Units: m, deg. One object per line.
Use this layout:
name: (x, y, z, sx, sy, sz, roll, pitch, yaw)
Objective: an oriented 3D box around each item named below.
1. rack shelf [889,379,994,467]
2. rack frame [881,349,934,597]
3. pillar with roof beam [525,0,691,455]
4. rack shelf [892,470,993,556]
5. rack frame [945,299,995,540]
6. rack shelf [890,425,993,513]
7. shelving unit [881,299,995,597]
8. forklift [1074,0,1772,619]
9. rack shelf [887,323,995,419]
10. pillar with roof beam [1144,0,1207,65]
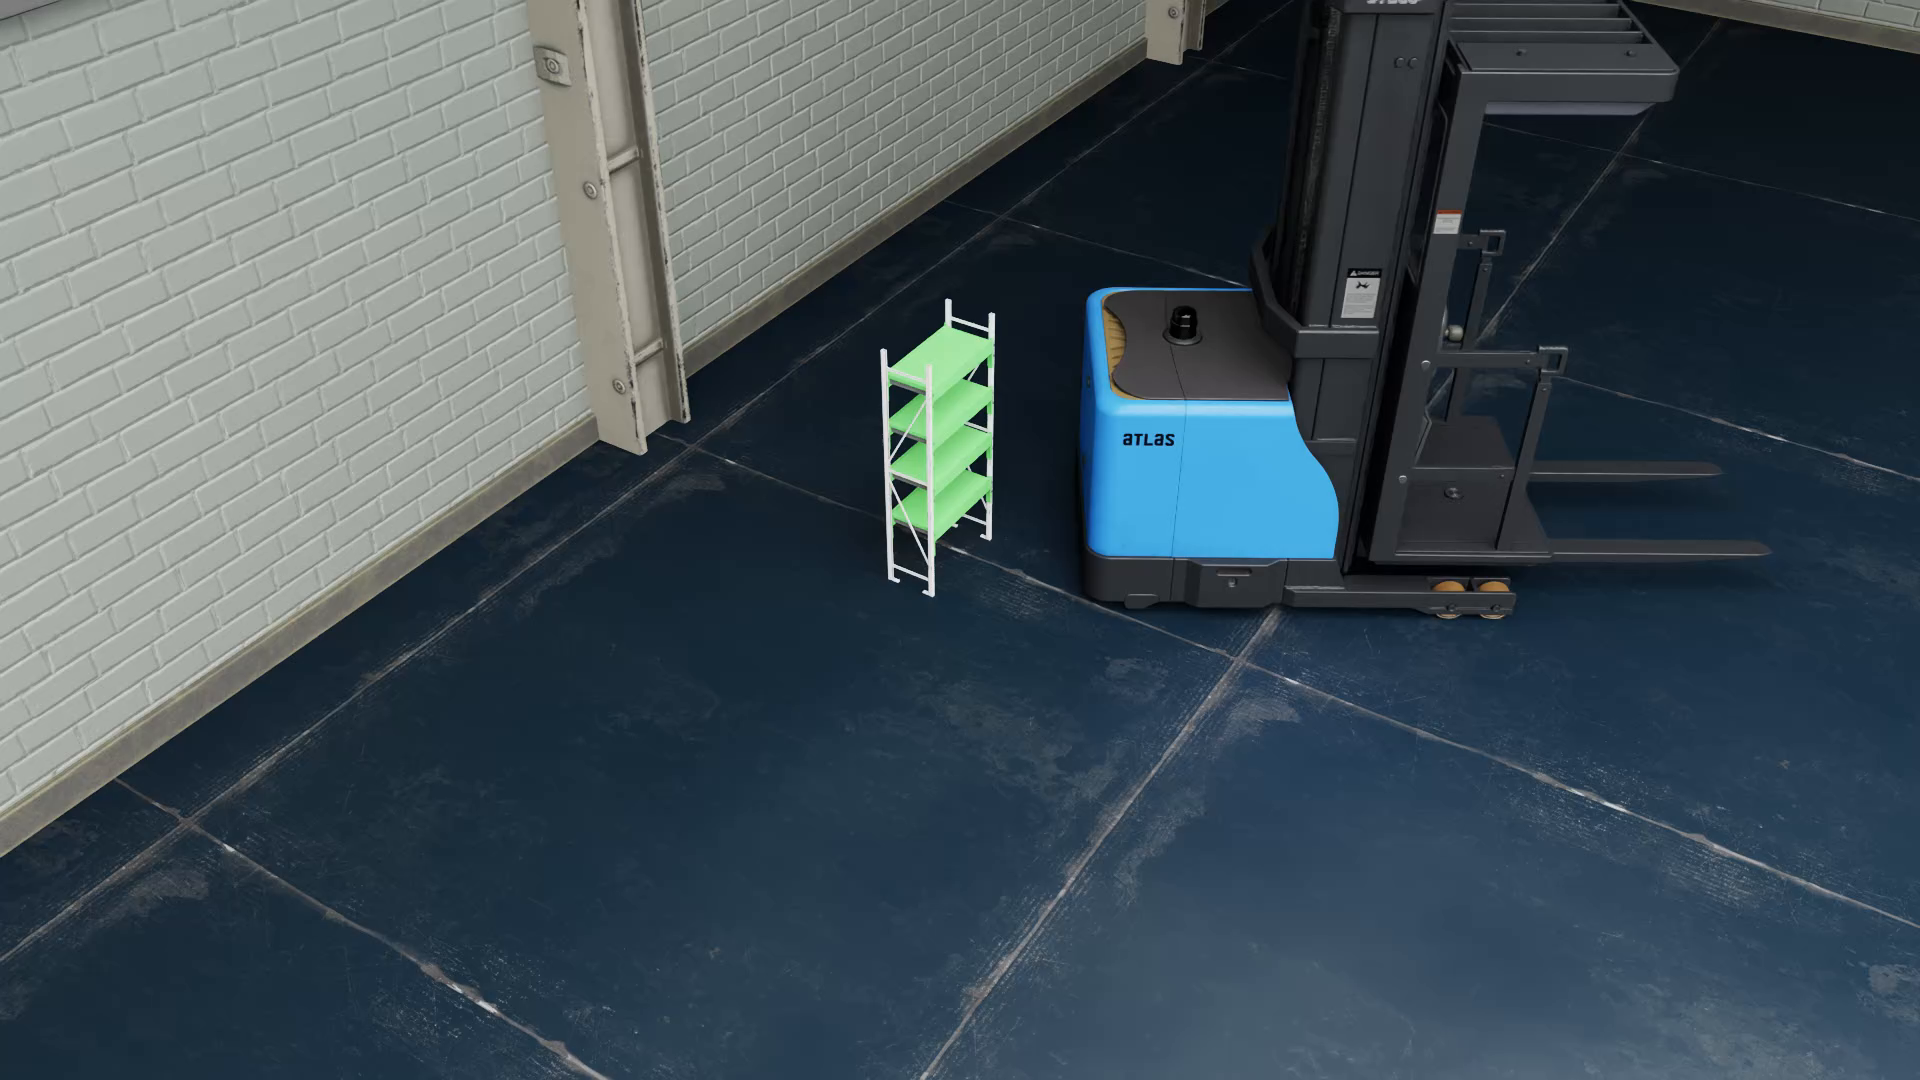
rack shelf: (-0.089, -0.529, 7.165, 0.258, 0.148, 0.480, 21, 42, 25)
rack frame: (-0.219, -0.264, 7.110, 0.240, 1.200, 0.015, 21, 42, 25)
pillar with roof beam: (2.018, -2.729, 3.919, 9.100, 9.000, 0.400, 21, 42, 25)
rack shelf: (-0.089, -0.149, 7.459, 0.258, 0.148, 0.480, 21, 42, 25)
rack frame: (0.042, -0.516, 7.436, 0.240, 1.200, 0.015, 21, 42, 25)
rack shelf: (-0.089, -0.339, 7.312, 0.258, 0.148, 0.480, 21, 42, 25)
shelving unit: (-0.089, -0.390, 7.273, 0.258, 1.200, 0.503, 21, 42, 25)
forklift: (2.061, -1.143, 6.832, 3.031, 2.935, 1.130, 0, 38, 1)
rack shelf: (-0.089, -0.719, 7.019, 0.258, 0.148, 0.480, 21, 42, 25)
pillar with roof beam: (5.233, -5.822, 7.932, 9.100, 9.000, 0.400, 21, 42, 25)
